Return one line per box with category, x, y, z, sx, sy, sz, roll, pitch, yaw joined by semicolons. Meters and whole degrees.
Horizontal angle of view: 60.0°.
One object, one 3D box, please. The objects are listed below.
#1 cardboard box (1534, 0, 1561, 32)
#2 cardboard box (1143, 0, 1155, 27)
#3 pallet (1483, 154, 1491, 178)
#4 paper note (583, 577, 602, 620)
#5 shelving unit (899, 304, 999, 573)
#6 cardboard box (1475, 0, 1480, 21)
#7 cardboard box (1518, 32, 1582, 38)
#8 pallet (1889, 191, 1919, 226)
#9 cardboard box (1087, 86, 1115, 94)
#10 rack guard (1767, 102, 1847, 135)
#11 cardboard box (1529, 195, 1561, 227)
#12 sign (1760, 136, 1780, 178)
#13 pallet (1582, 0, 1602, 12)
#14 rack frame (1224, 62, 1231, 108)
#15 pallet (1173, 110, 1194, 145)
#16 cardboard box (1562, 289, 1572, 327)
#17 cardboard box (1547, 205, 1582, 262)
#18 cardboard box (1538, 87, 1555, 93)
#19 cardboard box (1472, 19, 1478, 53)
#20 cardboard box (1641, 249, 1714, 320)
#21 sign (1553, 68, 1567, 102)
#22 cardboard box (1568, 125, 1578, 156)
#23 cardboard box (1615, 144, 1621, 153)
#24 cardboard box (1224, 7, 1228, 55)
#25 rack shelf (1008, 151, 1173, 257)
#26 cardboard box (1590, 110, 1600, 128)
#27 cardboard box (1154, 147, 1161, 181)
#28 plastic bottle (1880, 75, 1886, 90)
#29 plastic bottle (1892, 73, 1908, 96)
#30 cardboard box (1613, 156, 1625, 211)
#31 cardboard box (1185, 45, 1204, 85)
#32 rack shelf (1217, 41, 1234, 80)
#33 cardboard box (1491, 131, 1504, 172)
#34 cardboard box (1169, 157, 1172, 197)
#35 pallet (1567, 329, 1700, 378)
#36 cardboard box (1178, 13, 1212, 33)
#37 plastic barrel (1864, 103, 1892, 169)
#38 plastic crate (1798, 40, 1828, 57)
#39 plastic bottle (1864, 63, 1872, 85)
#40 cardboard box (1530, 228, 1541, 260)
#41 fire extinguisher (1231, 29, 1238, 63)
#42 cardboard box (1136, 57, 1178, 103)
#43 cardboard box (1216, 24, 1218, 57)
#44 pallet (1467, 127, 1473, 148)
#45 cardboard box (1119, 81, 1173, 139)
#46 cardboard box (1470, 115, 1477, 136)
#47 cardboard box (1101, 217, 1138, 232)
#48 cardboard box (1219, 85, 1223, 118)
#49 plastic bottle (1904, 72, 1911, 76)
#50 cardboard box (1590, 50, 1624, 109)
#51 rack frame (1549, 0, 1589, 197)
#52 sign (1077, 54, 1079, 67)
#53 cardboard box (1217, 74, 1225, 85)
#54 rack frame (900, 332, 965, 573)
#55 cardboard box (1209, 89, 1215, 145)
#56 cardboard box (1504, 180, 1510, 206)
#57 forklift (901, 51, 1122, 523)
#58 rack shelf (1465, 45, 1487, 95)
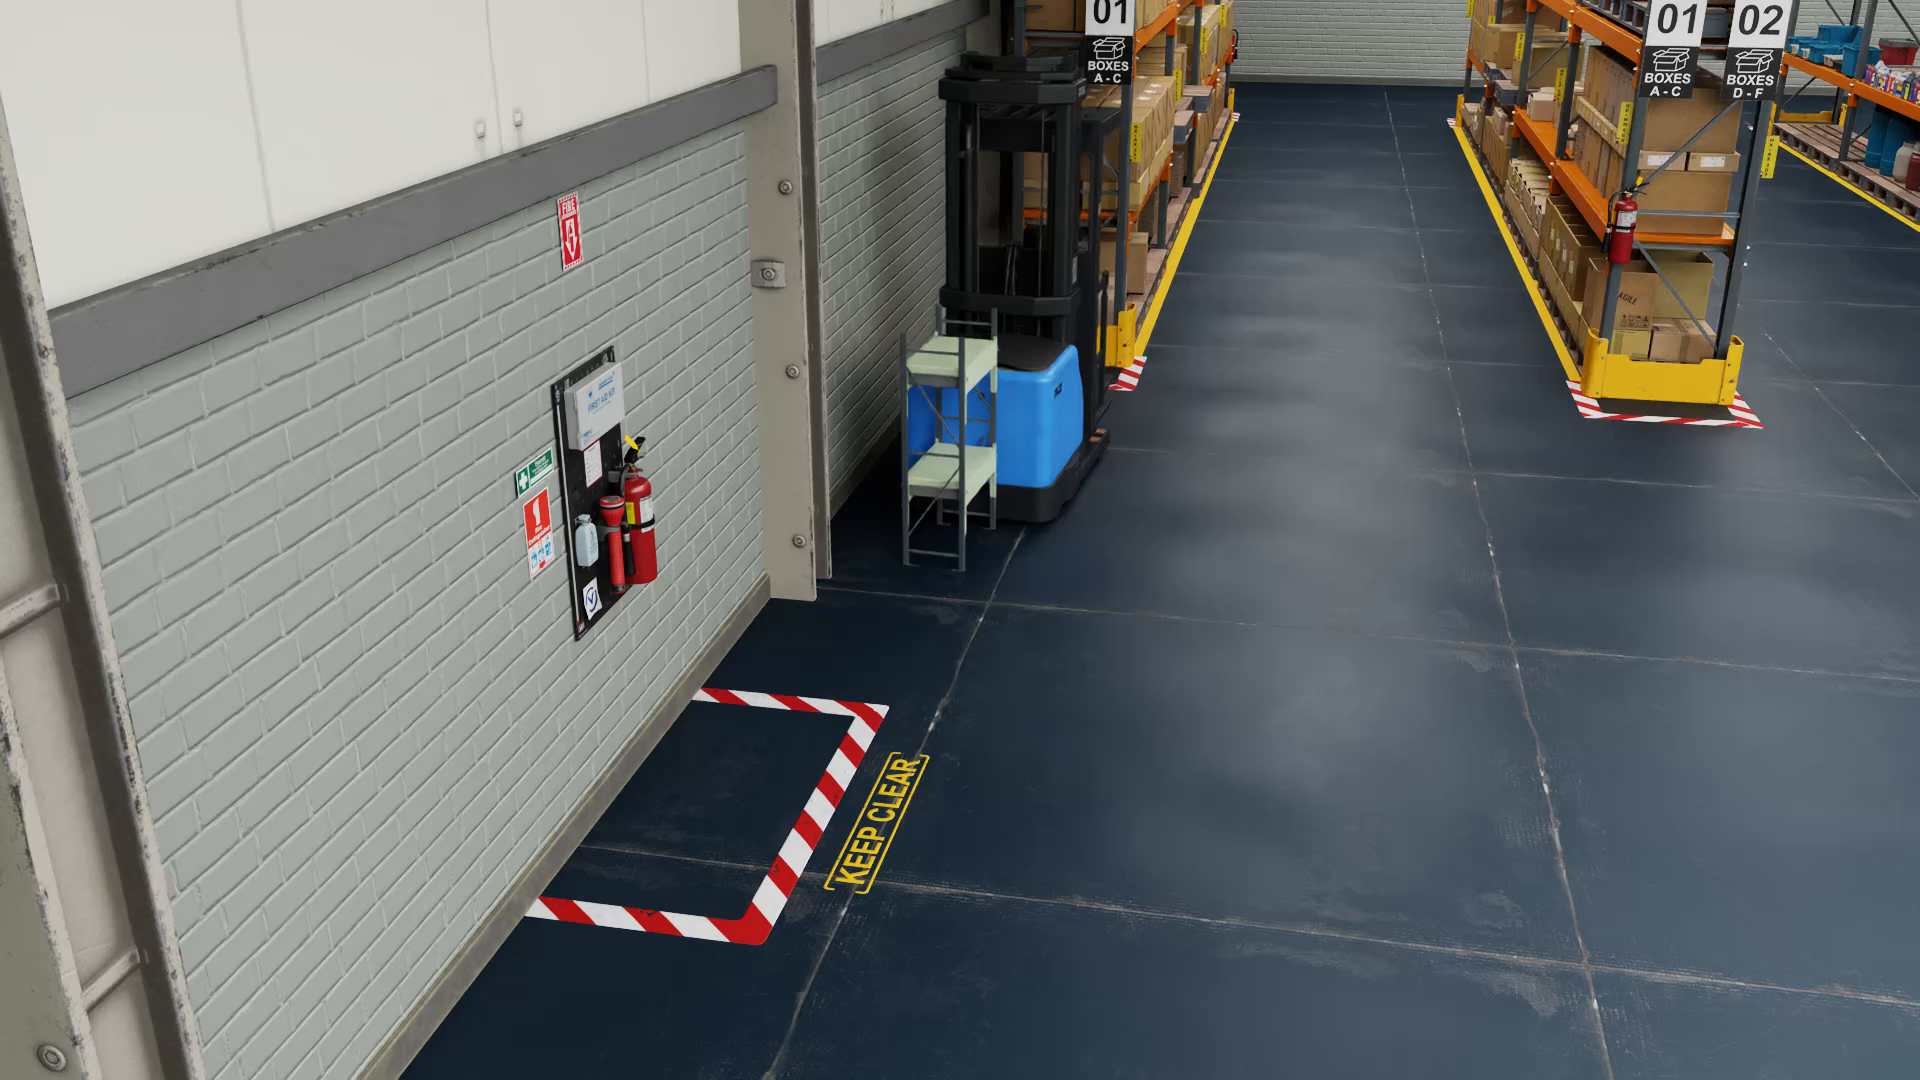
cardboard box;8.615;-7.656;24.375;0.500;0.500;0.500;5;22;12
cardboard box;1.402;-4.726;14.398;0.500;0.500;0.500;6;23;14
pallet;8.115;-5.401;23.981;1.003;0.211;1.213;4;22;11
paper note;-1.629;0.259;7.374;0.016;0.148;0.142;4;22;11
shelving unit;-0.062;-0.648;10.455;0.431;1.500;0.755;6;23;15
cardboard box;8.612;-8.634;26.804;0.500;0.500;0.500;5;22;11
cardboard box;7.944;-6.585;22.493;0.700;0.500;0.500;-1;22;-3
pallet;12.396;-4.151;20.877;1.003;0.211;1.213;4;22;11
cardboard box;1.244;-4.206;16.452;0.500;0.500;0.500;5;22;12
rack guard;13.901;-6.929;27.389;1.175;0.500;0.348;4;22;11
cardboard box;6.513;-3.609;18.167;0.500;0.311;0.500;5;22;12
sign;6.337;-3.000;13.022;0.100;0.325;0.005;4;22;11
pallet;6.463;-5.105;15.618;1.003;0.211;1.213;4;22;11
rack frame;4.210;-8.834;28.773;1.000;3.000;0.127;4;22;11
pallet;2.059;-4.625;18.578;1.003;0.211;1.213;4;22;11
cardboard box;5.806;-2.111;15.198;0.500;0.250;0.500;4;22;11
cardboard box;6.116;-3.007;16.419;0.500;0.500;0.500;4;22;11
cardboard box;7.311;-5.361;20.268;0.500;0.311;0.500;6;23;14
cardboard box;8.611;-8.173;26.997;0.500;0.500;0.500;4;22;10
cardboard box;6.222;-2.235;14.503;0.500;0.500;0.500;4;22;11
sign;6.078;-4.607;16.834;0.100;0.325;0.005;4;22;11
cardboard box;6.669;-4.183;17.425;0.500;0.250;0.500;6;23;14
cardboard box;5.844;-3.389;14.250;0.380;0.149;0.250;5;22;12
cardboard box;3.813;-8.241;26.898;0.980;0.700;0.700;3;22;8
rack shelf;1.353;-3.380;16.194;1.077;0.370;4.000;4;22;11
cardboard box;6.160;-3.959;15.666;0.380;0.149;0.250;4;22;9
cardboard box;1.662;-3.638;16.045;0.500;0.250;0.500;5;22;11
plastic bottle;12.480;-6.174;22.433;0.097;0.201;0.097;0;22;0
plastic bottle;12.388;-5.994;21.889;0.152;0.276;0.135;4;22;11
cardboard box;6.005;-3.015;14.190;0.700;0.500;0.500;5;22;12
cardboard box;2.927;-6.260;21.823;0.500;0.500;0.500;5;22;13
rack shelf;3.802;-7.769;27.091;1.077;0.370;4.000;4;22;11
cardboard box;7.596;-5.318;22.800;0.500;0.500;0.500;4;22;9
cardboard box;2.263;-4.506;20.783;0.700;0.500;0.500;4;22;11
pallet;5.910;-1.595;14.532;1.003;0.211;1.213;4;22;11
cardboard box;3.227;-7.163;23.061;0.500;0.250;0.500;4;22;10
plastic barrel;12.964;-5.639;23.088;0.600;0.901;0.708;4;22;11
plastic crate;13.401;-7.723;26.158;0.416;0.233;0.300;4;22;11
plastic bottle;12.600;-6.460;23.035;0.061;0.283;0.133;4;22;11
cardboard box;6.412;-3.162;17.808;0.500;0.250;0.500;4;22;10
fire extinguisher;4.692;-8.645;28.906;0.296;0.674;0.183;4;22;11
cardboard box;2.123;-5.326;19.340;0.700;0.500;0.500;8;23;18
cardboard box;3.546;-7.376;24.595;0.500;0.500;0.500;4;22;10
pallet;8.632;-6.400;26.462;1.003;0.211;1.213;4;22;11
cardboard box;1.871;-4.353;16.818;0.500;0.500;0.500;4;22;11
cardboard box;8.235;-6.456;25.878;0.500;0.311;0.500;4;22;11
cardboard box;1.588;-3.107;17.310;0.500;0.500;0.500;3;22;7
cardboard box;4.063;-7.422;28.052;0.700;0.500;0.500;4;22;11
plastic bottle;12.585;-6.068;22.070;0.152;0.276;0.135;4;22;11
cardboard box;6.425;-4.369;15.817;0.700;0.500;0.500;4;22;11
rack frame;6.611;-4.069;16.941;1.000;3.000;0.127;4;22;11
sign;1.217;-5.023;17.761;0.100;0.325;0.005;4;22;11
cardboard box;4.266;-7.752;28.002;0.380;0.149;0.250;5;22;12
rack frame;-0.164;-0.517;10.129;0.400;1.500;0.023;6;23;15
cardboard box;3.388;-6.321;24.849;0.750;0.750;0.750;5;22;12
cardboard box;7.033;-4.282;20.589;0.500;0.250;0.500;4;22;11
forklift;0.504;-1.995;11.883;1.130;2.935;3.031;6;23;15
rack shelf;8.652;-7.392;26.157;1.077;0.370;4.000;4;22;11
